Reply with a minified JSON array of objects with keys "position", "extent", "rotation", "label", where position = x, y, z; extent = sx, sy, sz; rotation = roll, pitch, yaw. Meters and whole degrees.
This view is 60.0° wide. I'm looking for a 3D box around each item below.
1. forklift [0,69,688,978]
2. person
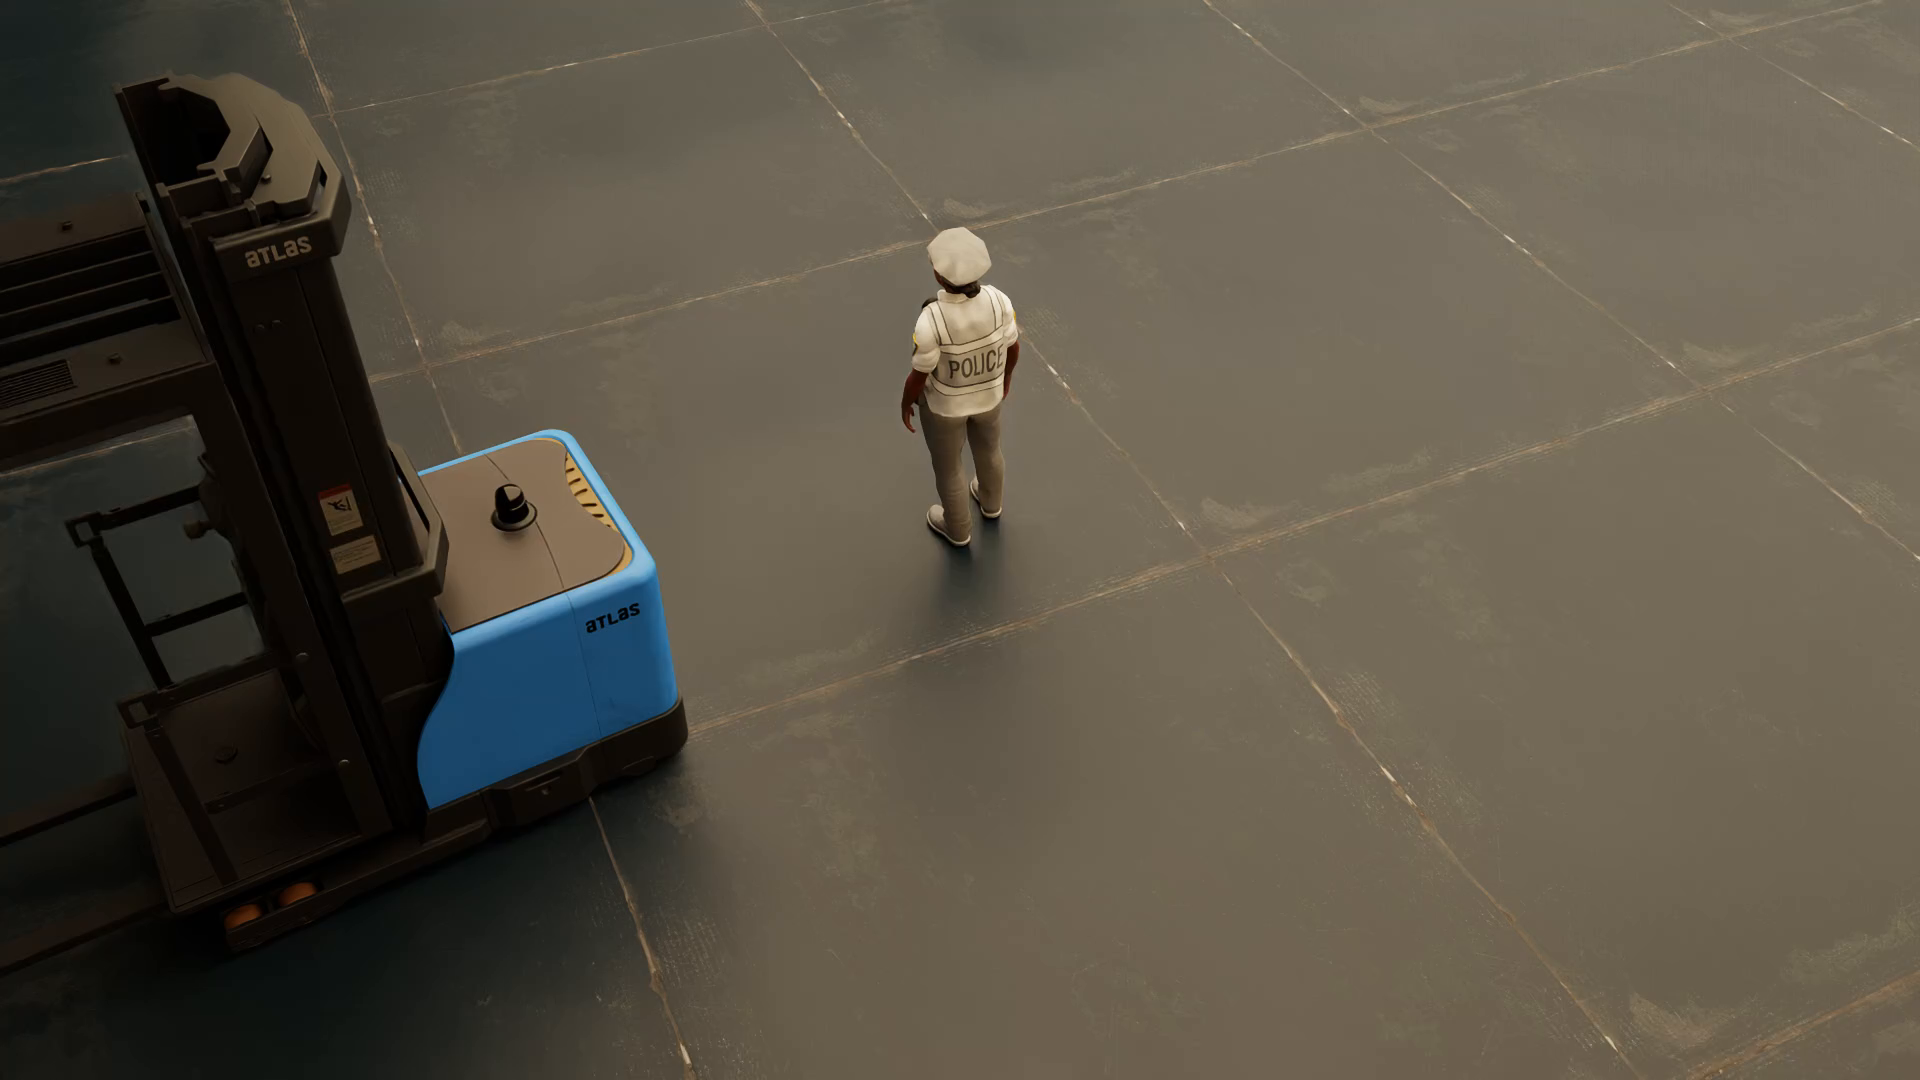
[{"position":[-2.653,0.032,5.646],"extent":[3.031,2.935,1.130],"rotation":[-22,47,-22],"label":"forklift"},{"position":[-0.014,-0.677,7.301],"extent":[0.570,1.695,0.530],"rotation":[-18,46,-18],"label":"person"}]
